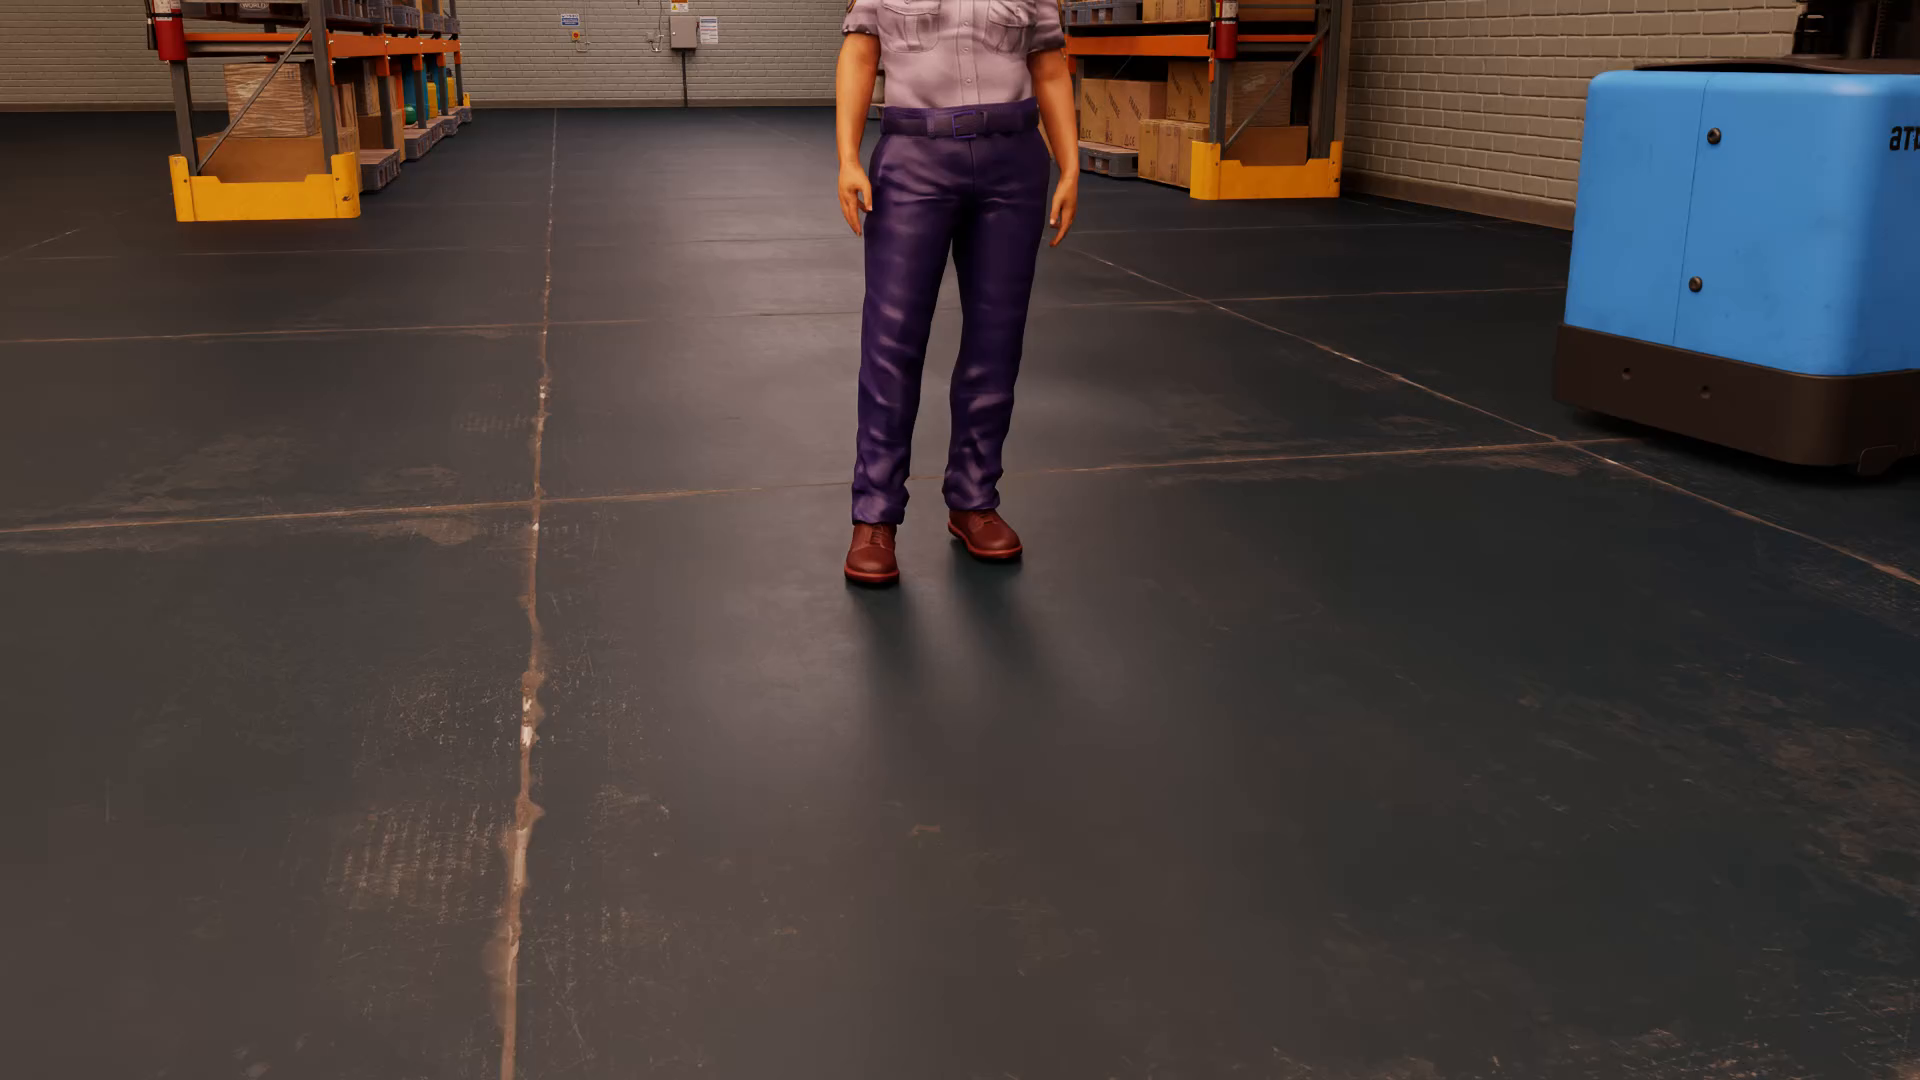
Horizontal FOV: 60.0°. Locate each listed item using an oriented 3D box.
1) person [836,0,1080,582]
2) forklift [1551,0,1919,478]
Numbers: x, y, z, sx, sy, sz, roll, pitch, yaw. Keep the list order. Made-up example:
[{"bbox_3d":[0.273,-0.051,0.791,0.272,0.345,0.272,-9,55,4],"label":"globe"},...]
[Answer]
[{"bbox_3d":[-0.002,-0.768,3.691,0.598,1.643,0.503,-4,17,-12],"label":"person"},{"bbox_3d":[3.444,-1.824,5.010,3.031,2.935,1.130,-7,18,-21],"label":"forklift"}]
